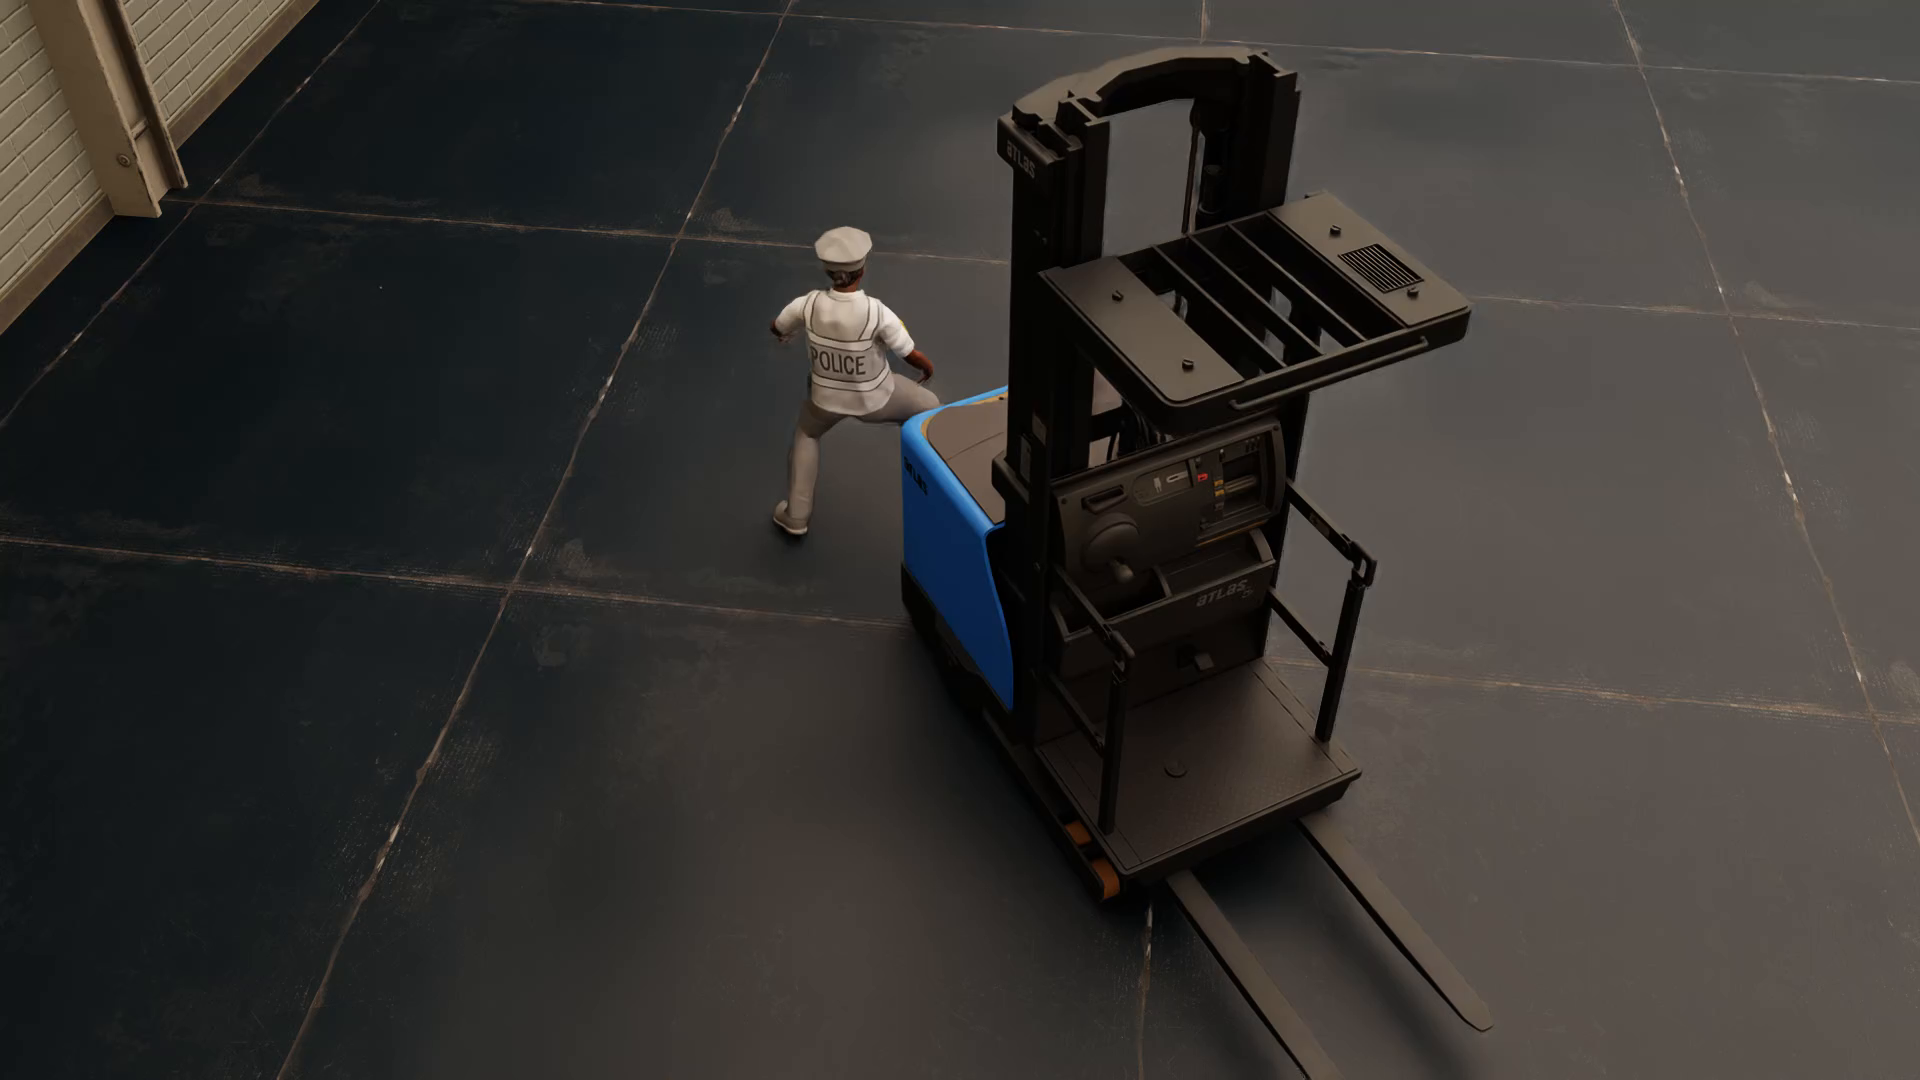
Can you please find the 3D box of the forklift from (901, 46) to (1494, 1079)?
[{"bbox_3d":[0.859,-0.049,5.778,1.130,2.935,3.031,-19,46,-20],"label":"forklift"}]

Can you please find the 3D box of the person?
[{"bbox_3d":[-0.455,-0.783,7.641,0.881,1.525,0.863,9,43,10],"label":"person"}]
